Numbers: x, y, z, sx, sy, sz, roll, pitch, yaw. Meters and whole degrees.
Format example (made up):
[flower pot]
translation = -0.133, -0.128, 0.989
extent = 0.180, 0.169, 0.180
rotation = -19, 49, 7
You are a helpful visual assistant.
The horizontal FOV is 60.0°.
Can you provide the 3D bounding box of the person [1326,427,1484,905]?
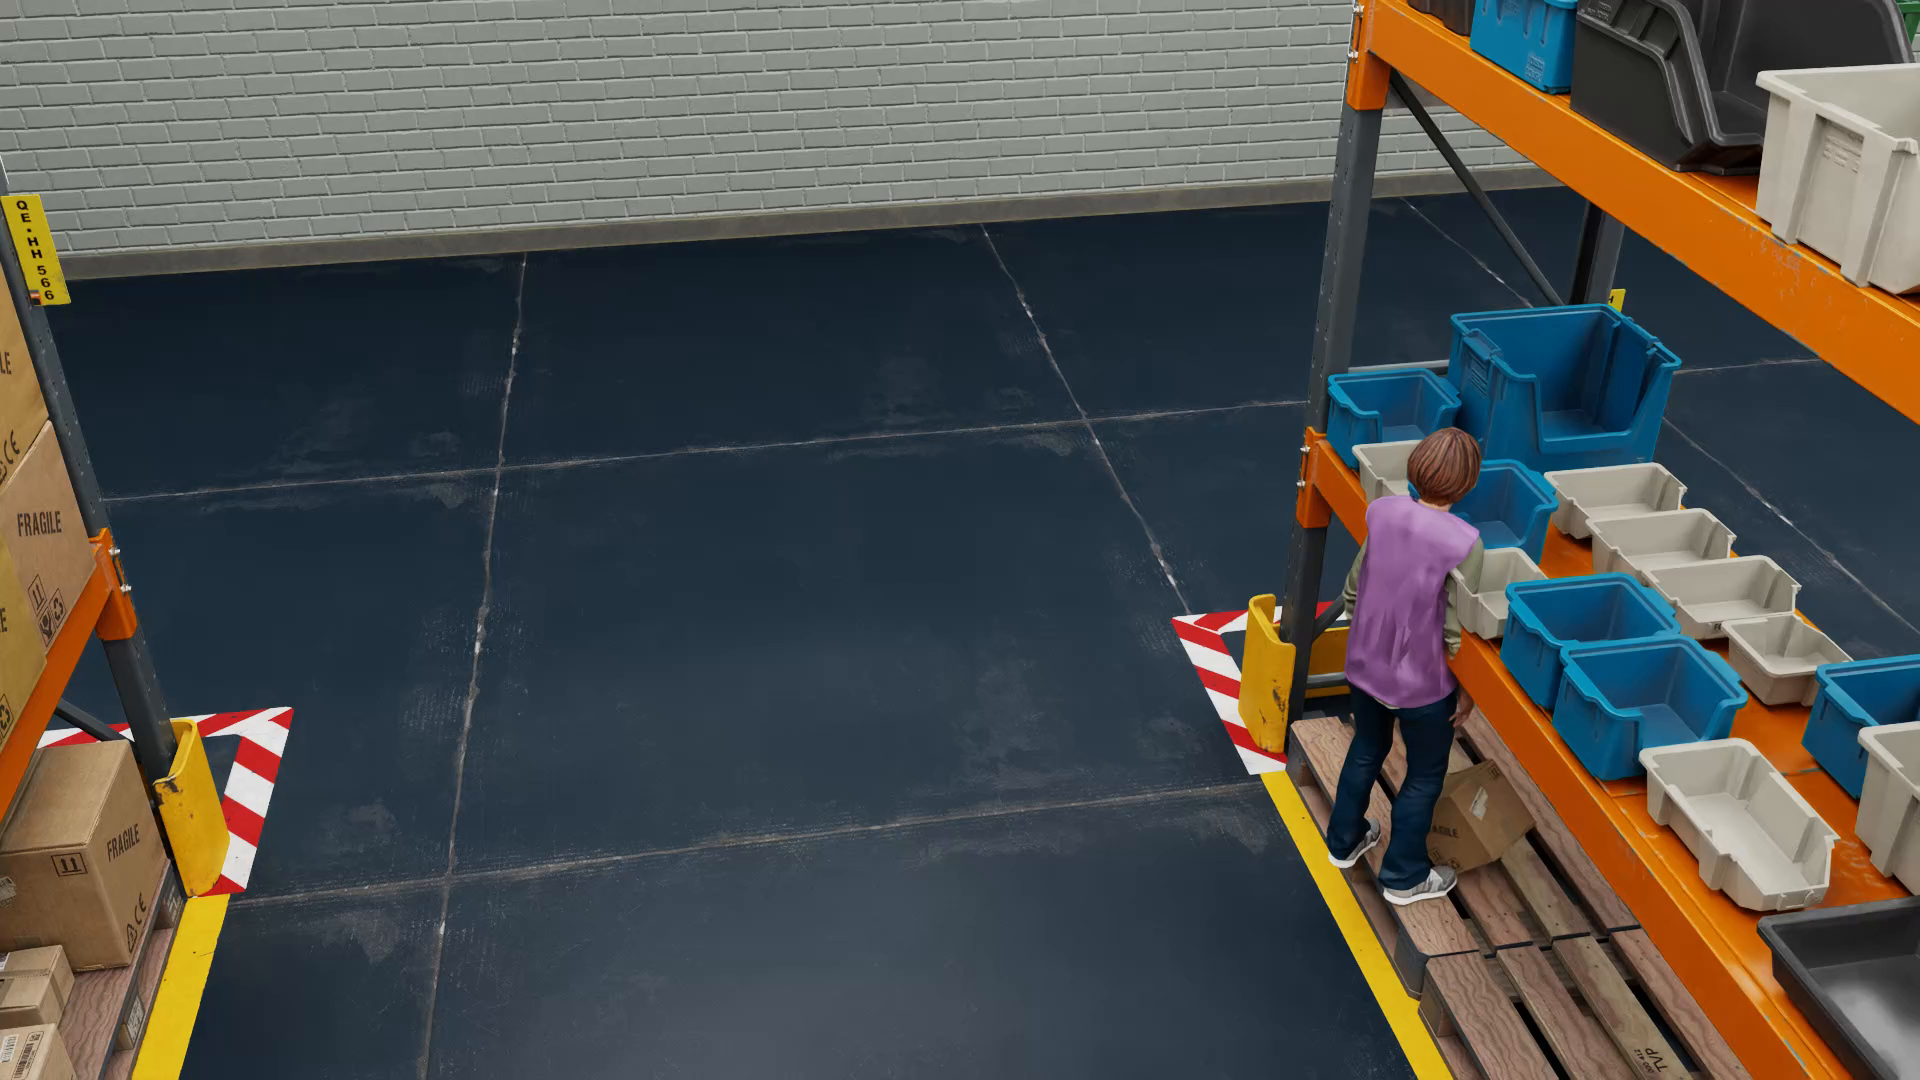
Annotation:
[person]
translation = 1.359, 0.405, 5.072
extent = 0.346, 1.590, 0.469
rotation = -23, 38, -33
